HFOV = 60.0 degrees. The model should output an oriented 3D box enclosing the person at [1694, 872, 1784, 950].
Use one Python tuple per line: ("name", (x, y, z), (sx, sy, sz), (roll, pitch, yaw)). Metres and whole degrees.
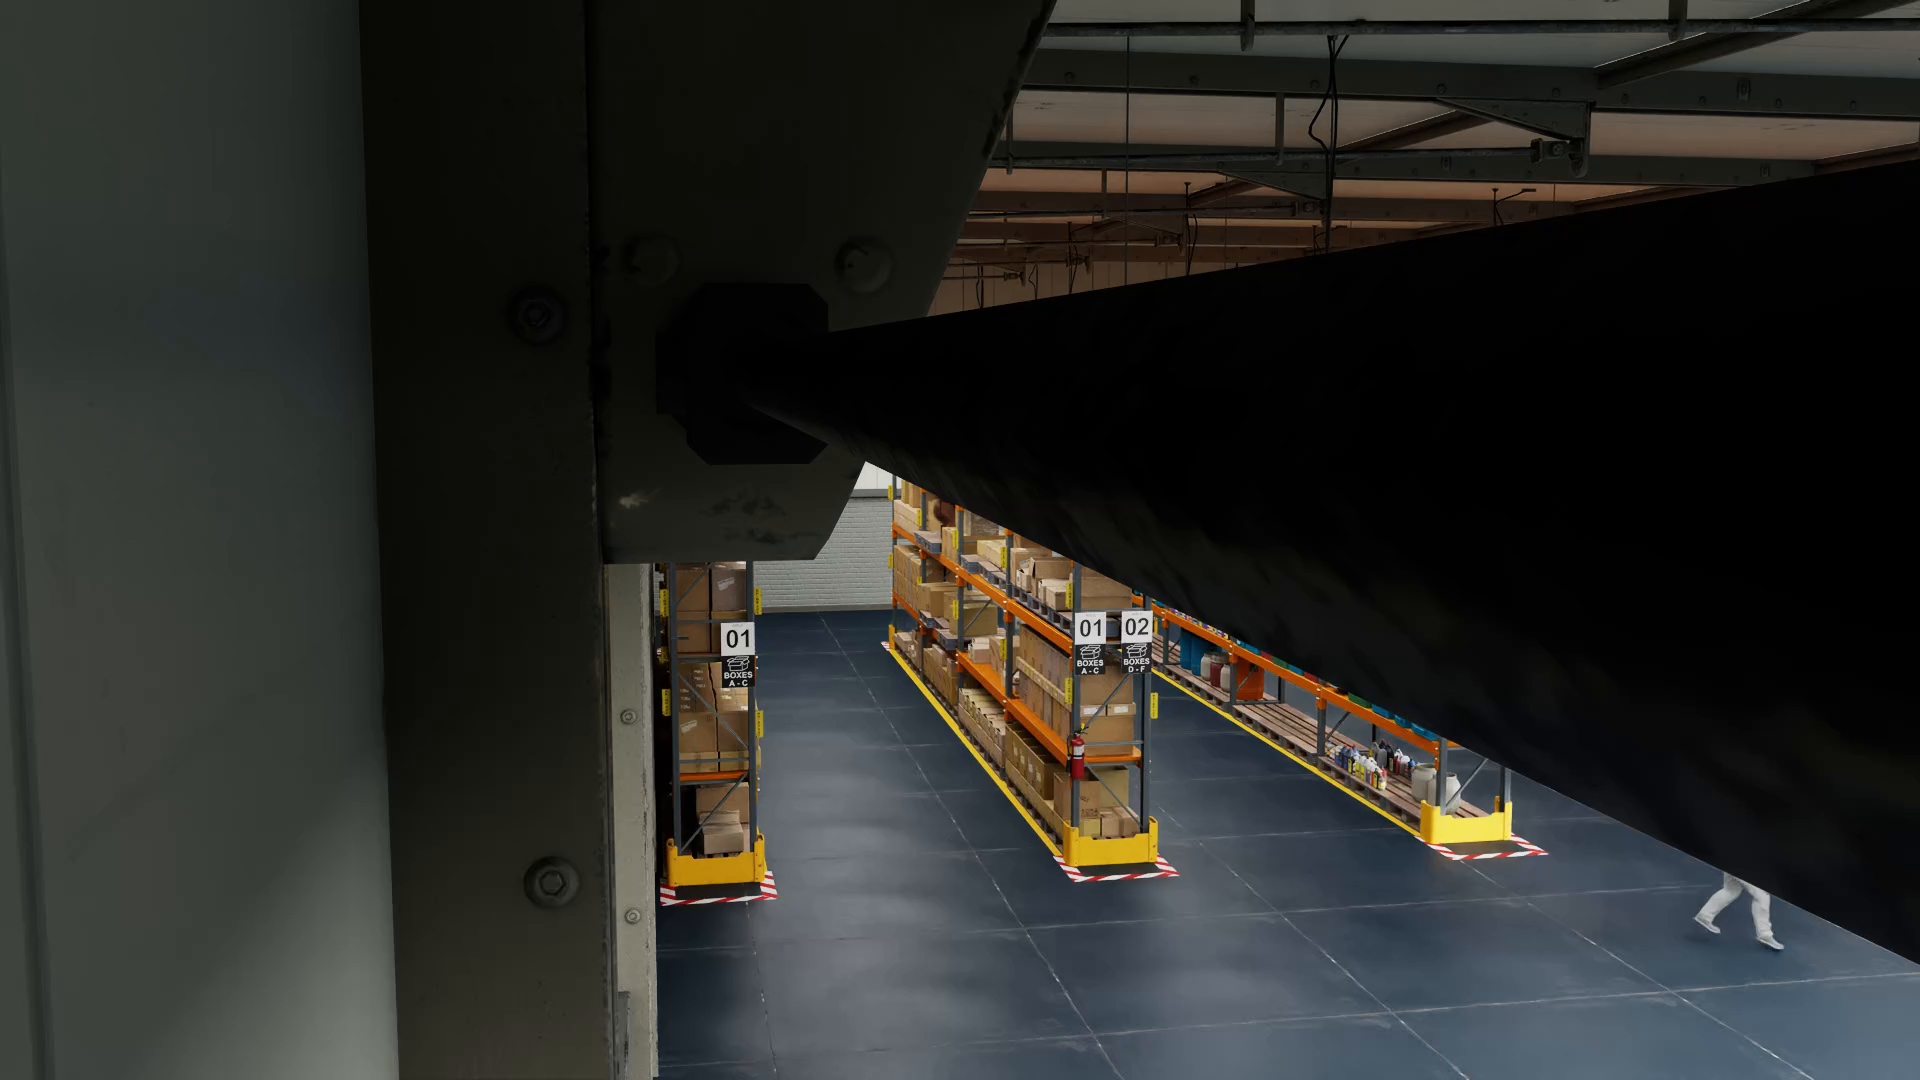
("person", (8.475, 3.551, 18.028), (0.878, 1.687, 0.594), (1, 6, 13))
